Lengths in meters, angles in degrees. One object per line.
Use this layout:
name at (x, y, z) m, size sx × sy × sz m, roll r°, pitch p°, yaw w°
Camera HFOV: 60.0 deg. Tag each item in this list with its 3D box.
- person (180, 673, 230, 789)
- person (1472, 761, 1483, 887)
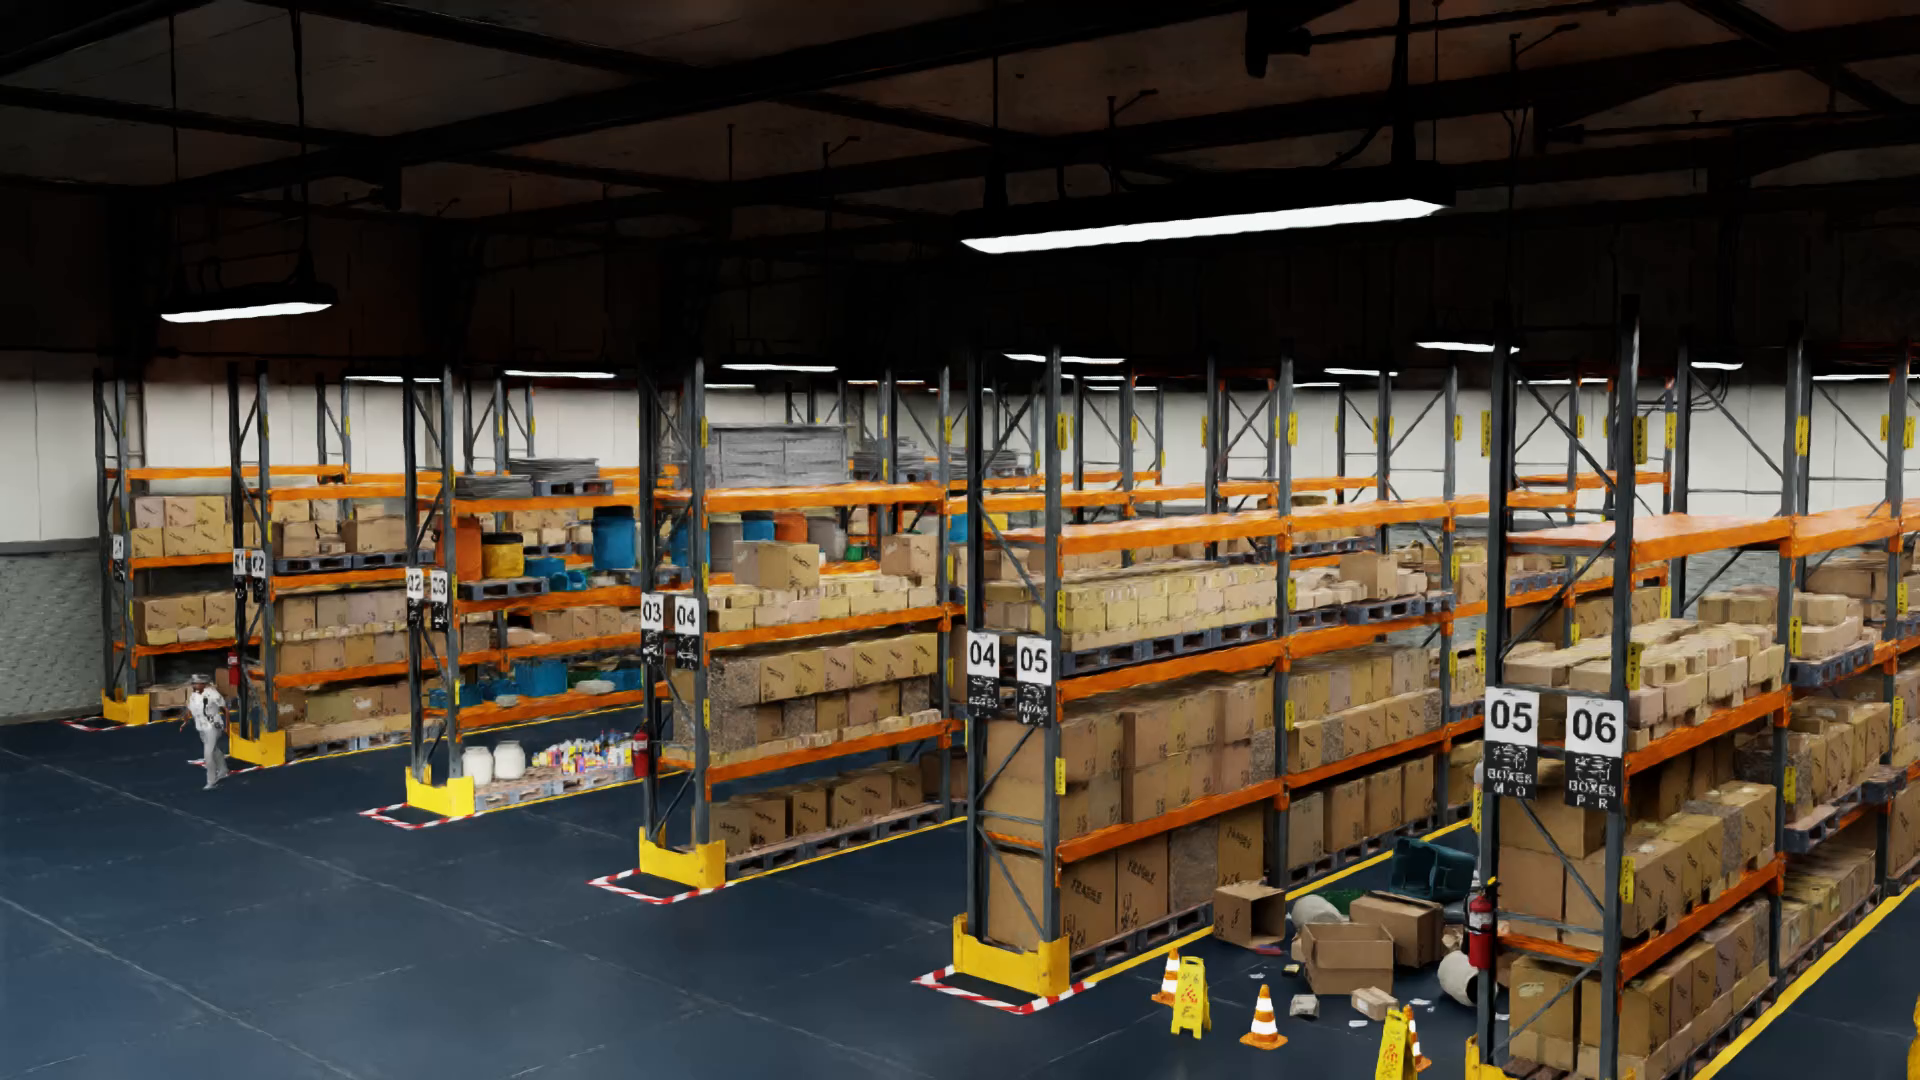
person at (-10.510, 2.634, 23.342) m, size 0.613 × 1.607 × 0.825 m, roll 2°, pitch 5°, yaw 24°
person at (5.811, 2.966, 18.346) m, size 0.490 × 1.677 × 0.487 m, roll -2°, pitch 5°, yaw -24°
